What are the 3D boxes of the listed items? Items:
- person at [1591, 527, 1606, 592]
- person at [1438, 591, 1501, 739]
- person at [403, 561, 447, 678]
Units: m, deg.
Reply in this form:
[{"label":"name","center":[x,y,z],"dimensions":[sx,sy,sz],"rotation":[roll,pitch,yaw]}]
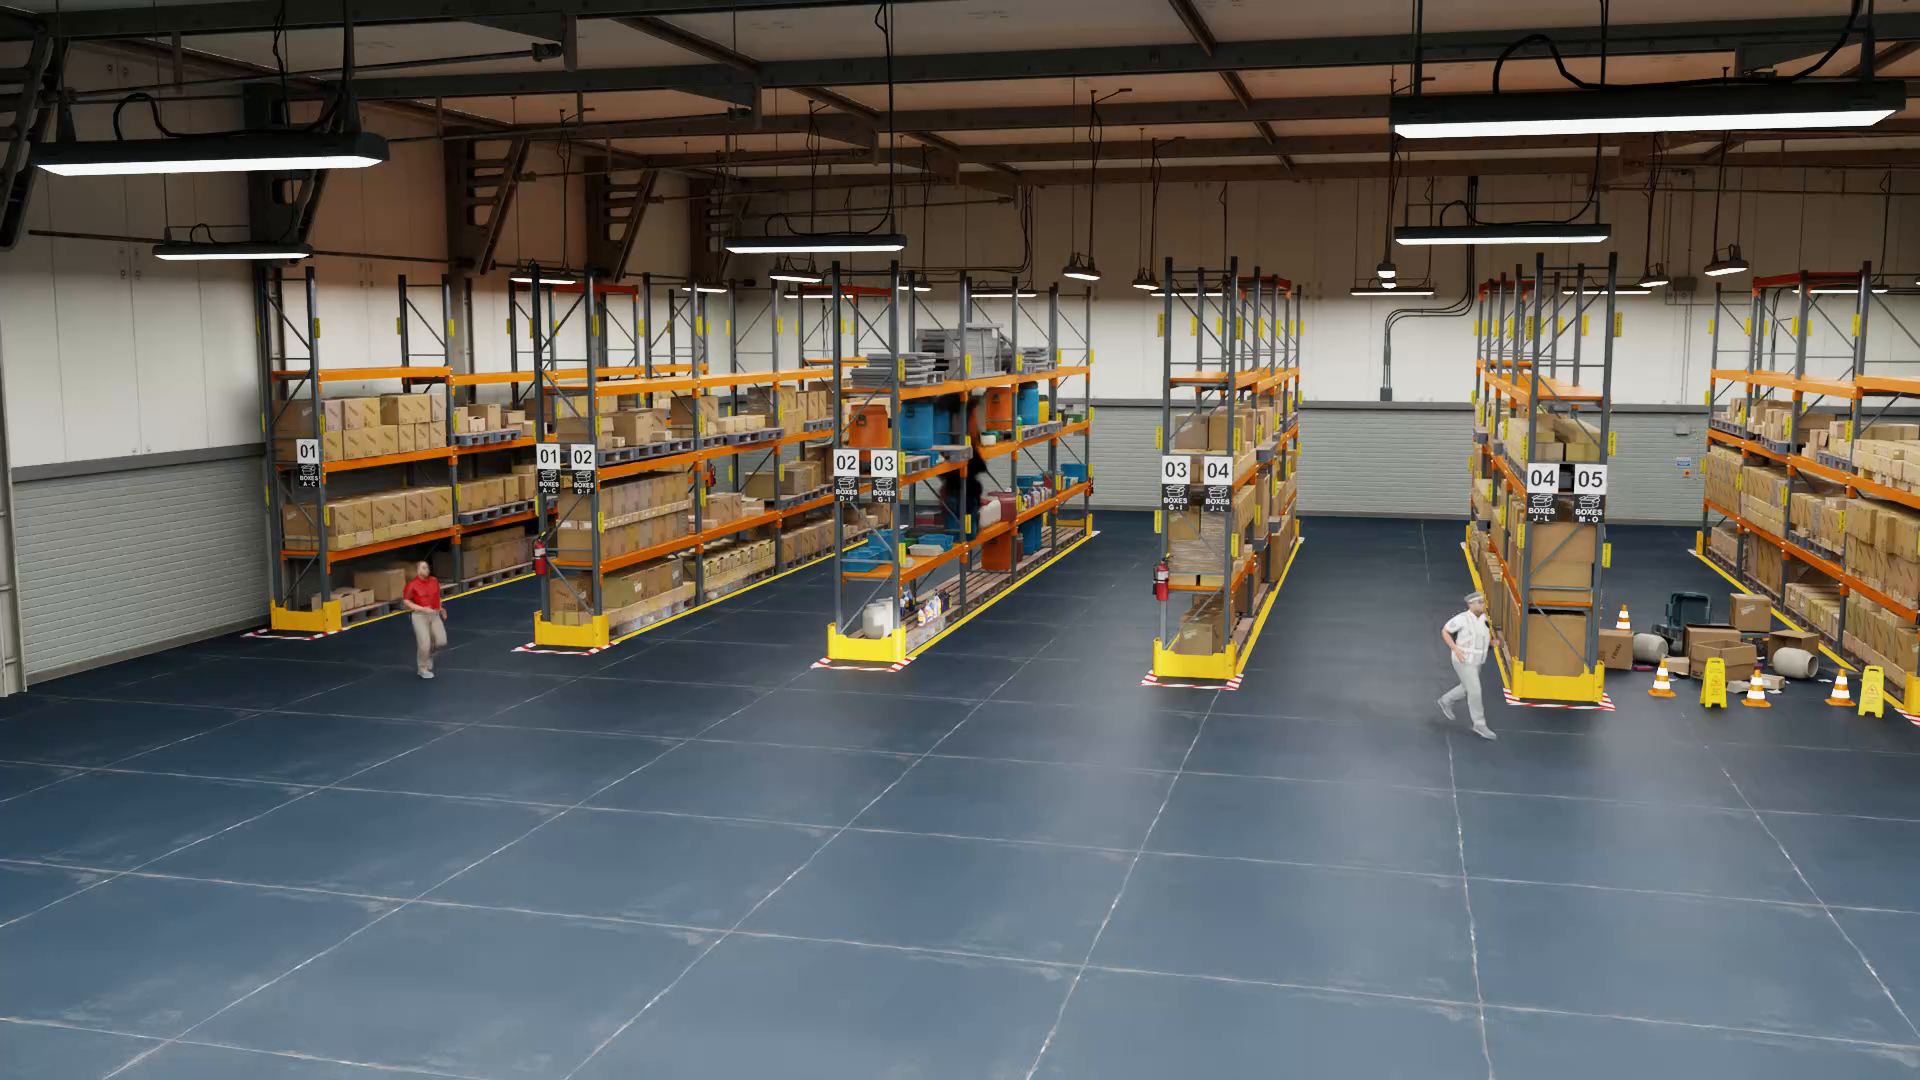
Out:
[{"label":"person","center":[11.994,0.212,31.599],"dimensions":[0.515,1.597,0.620],"rotation":[1,7,11]},{"label":"person","center":[6.303,1.508,20.699],"dimensions":[0.678,1.800,0.977],"rotation":[-6,9,-38]},{"label":"person","center":[-7.667,1.140,23.955],"dimensions":[0.593,1.686,0.658],"rotation":[6,9,39]}]
